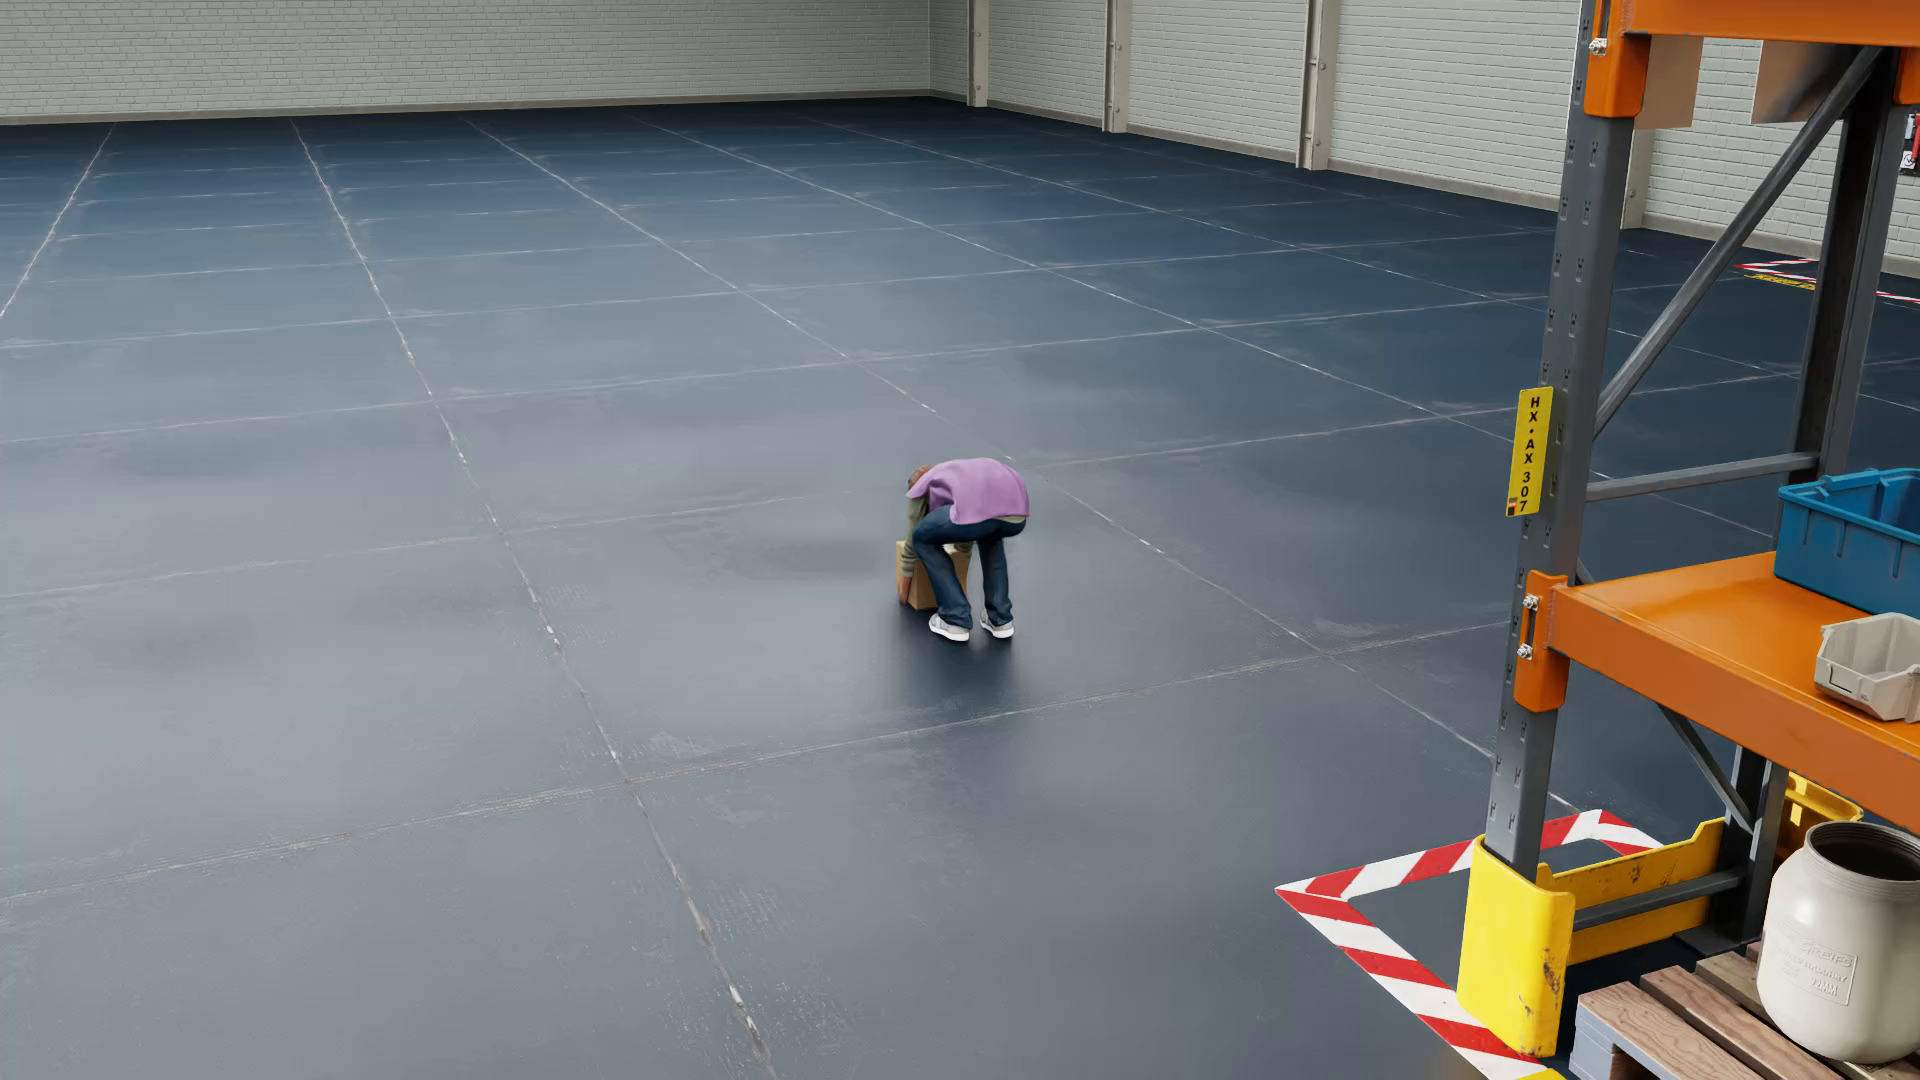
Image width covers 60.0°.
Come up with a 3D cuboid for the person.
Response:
[{"bbox_3d":[-0.002,-0.001,7.303,0.424,0.815,0.861,-9,21,-24],"label":"person"}]
